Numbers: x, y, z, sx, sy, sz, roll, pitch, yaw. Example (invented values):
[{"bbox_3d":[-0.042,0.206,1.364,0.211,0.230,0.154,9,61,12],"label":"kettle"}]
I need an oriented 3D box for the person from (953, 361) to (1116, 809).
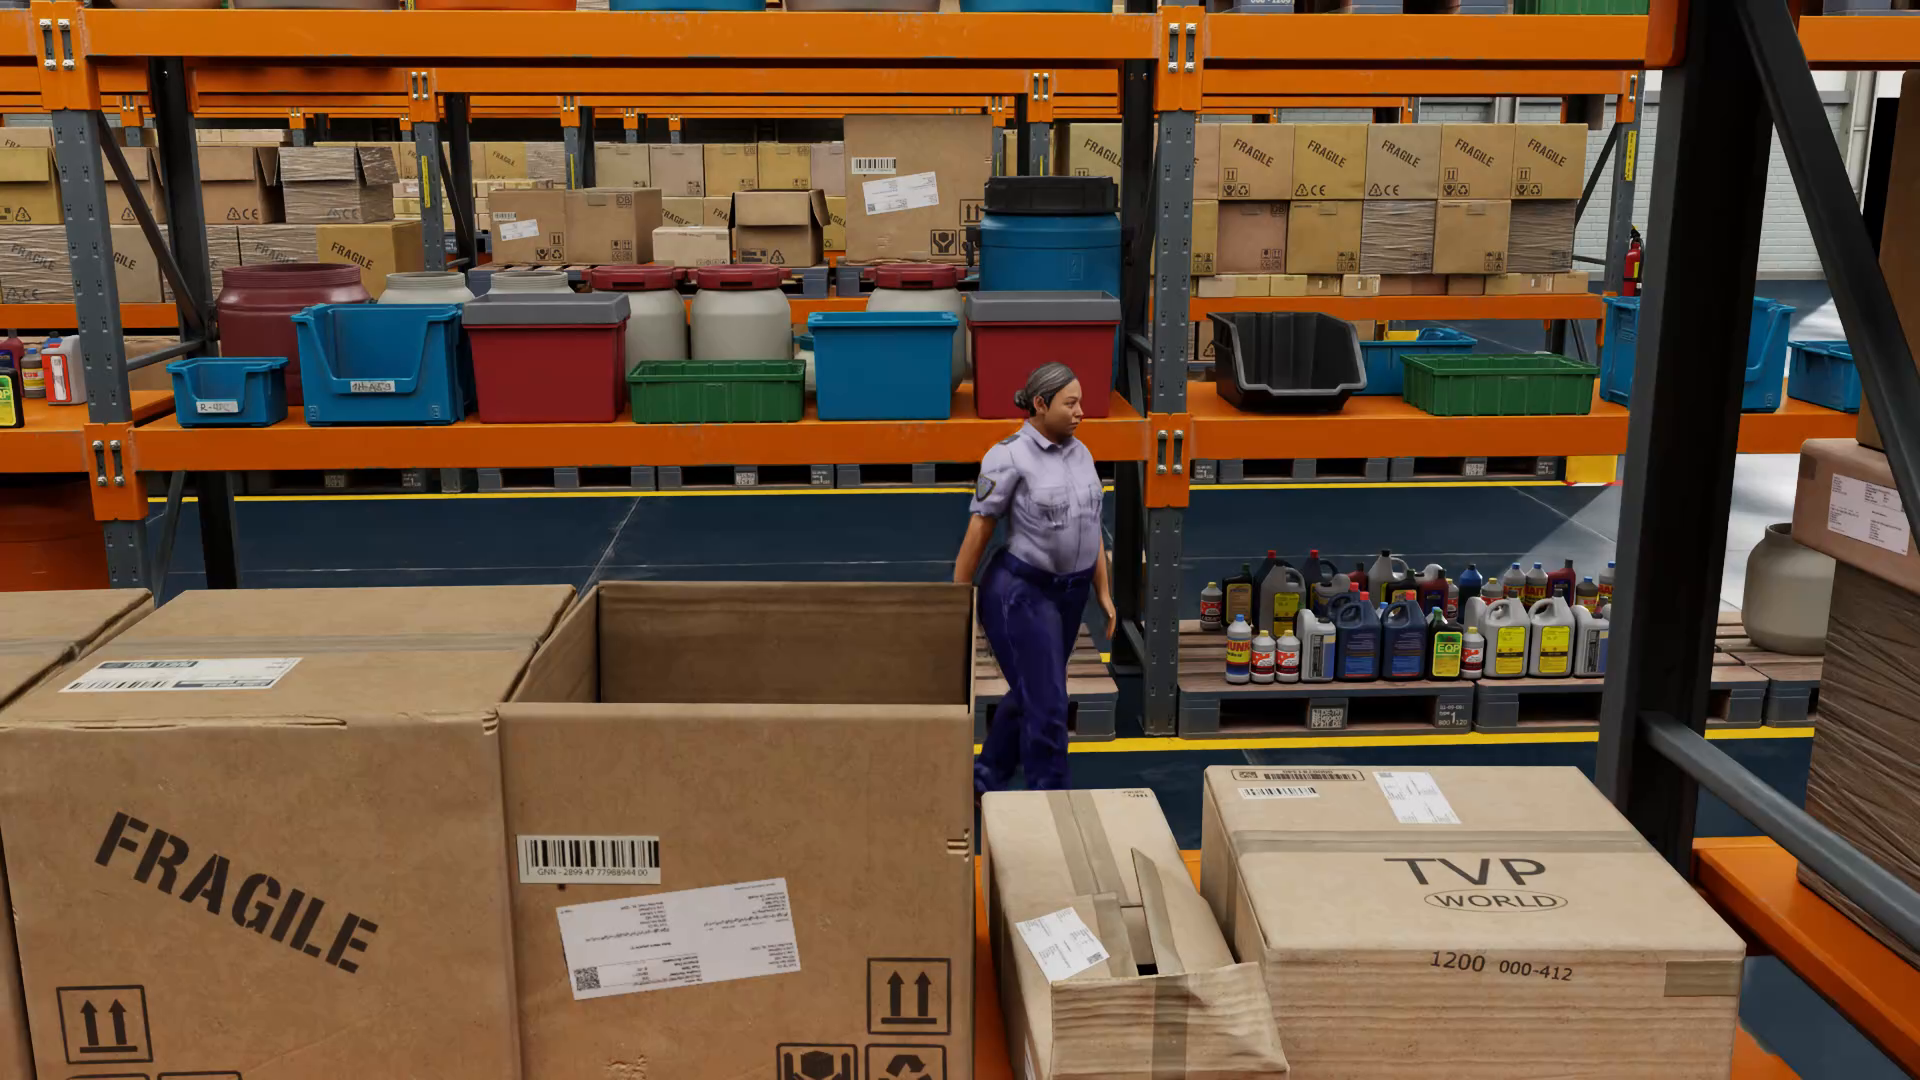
[{"bbox_3d":[0.307,0.247,5.565,0.736,1.636,0.562,13,19,42],"label":"person"}]
